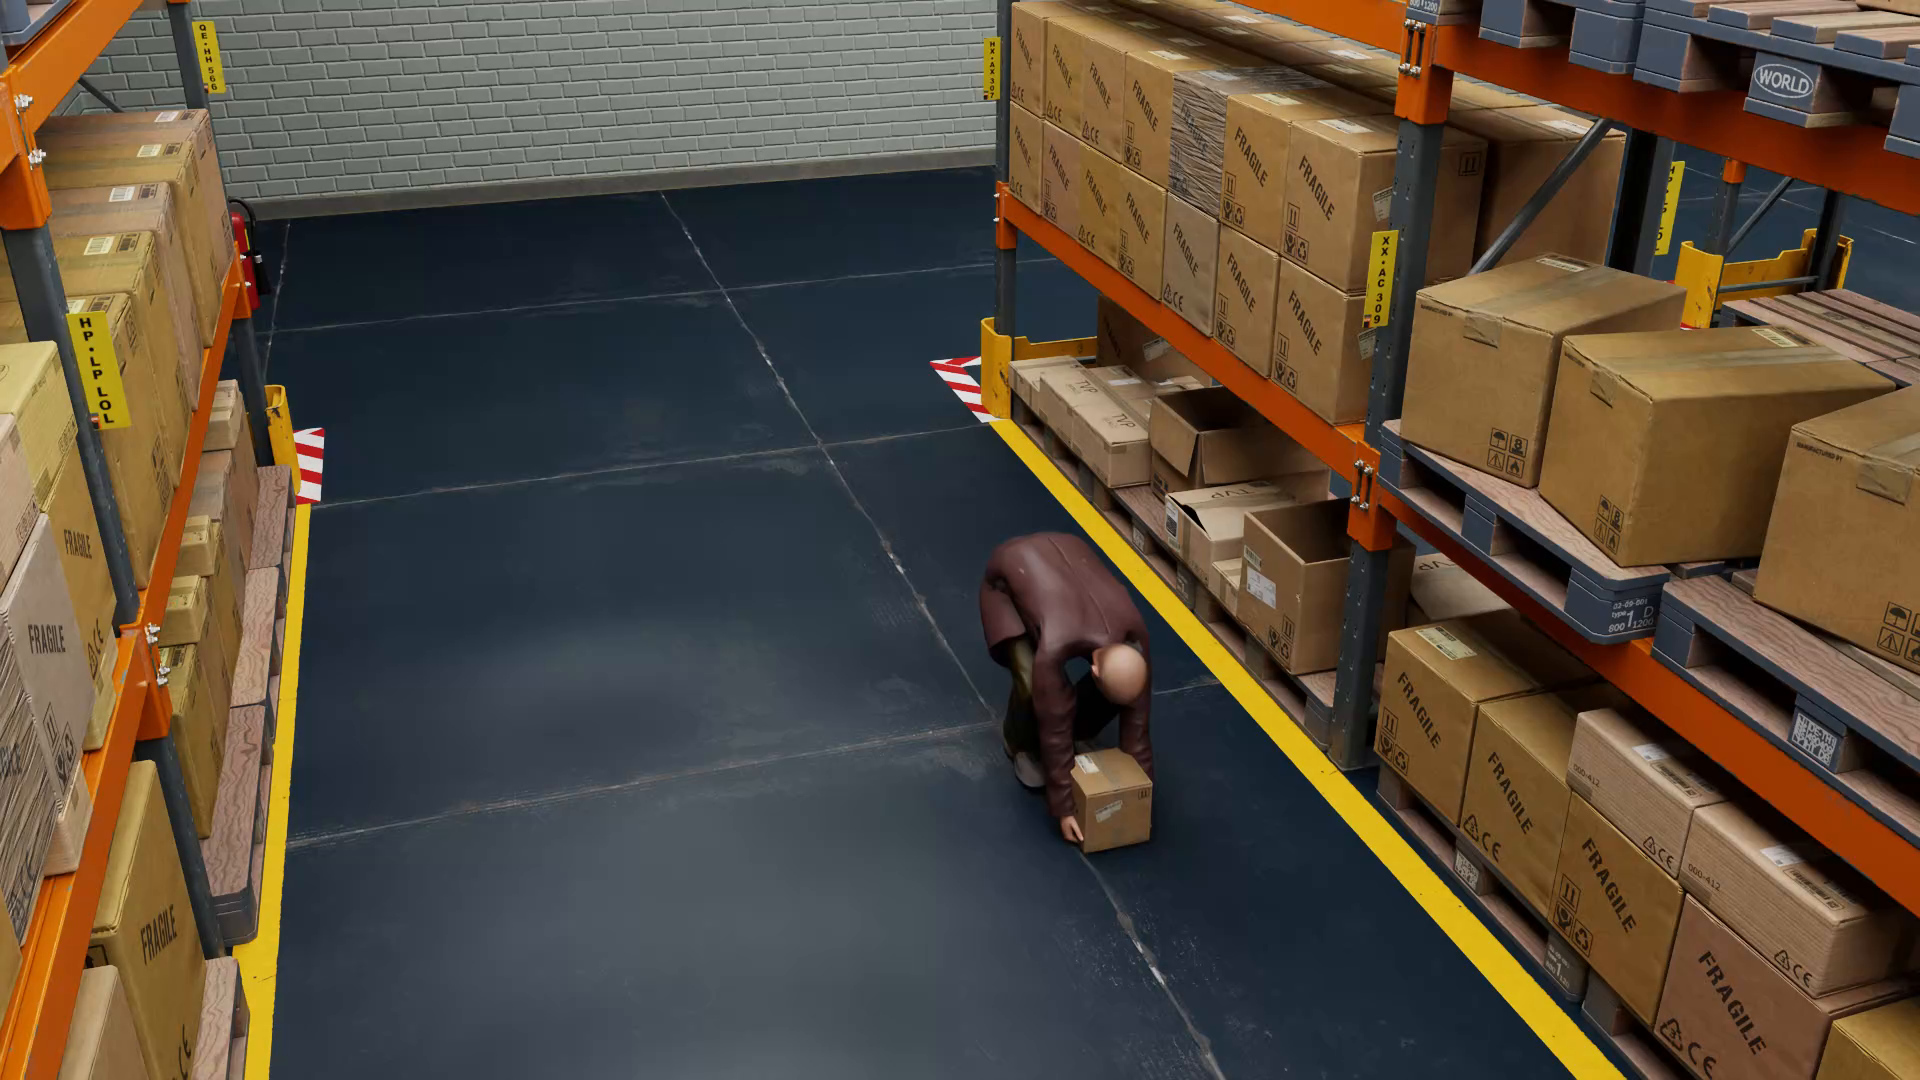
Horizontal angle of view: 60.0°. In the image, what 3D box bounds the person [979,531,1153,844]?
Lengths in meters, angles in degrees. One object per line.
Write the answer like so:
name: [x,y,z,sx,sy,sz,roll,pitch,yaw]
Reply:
person: [0.414,0.491,6.107,0.584,0.933,0.956,-11,28,-21]
